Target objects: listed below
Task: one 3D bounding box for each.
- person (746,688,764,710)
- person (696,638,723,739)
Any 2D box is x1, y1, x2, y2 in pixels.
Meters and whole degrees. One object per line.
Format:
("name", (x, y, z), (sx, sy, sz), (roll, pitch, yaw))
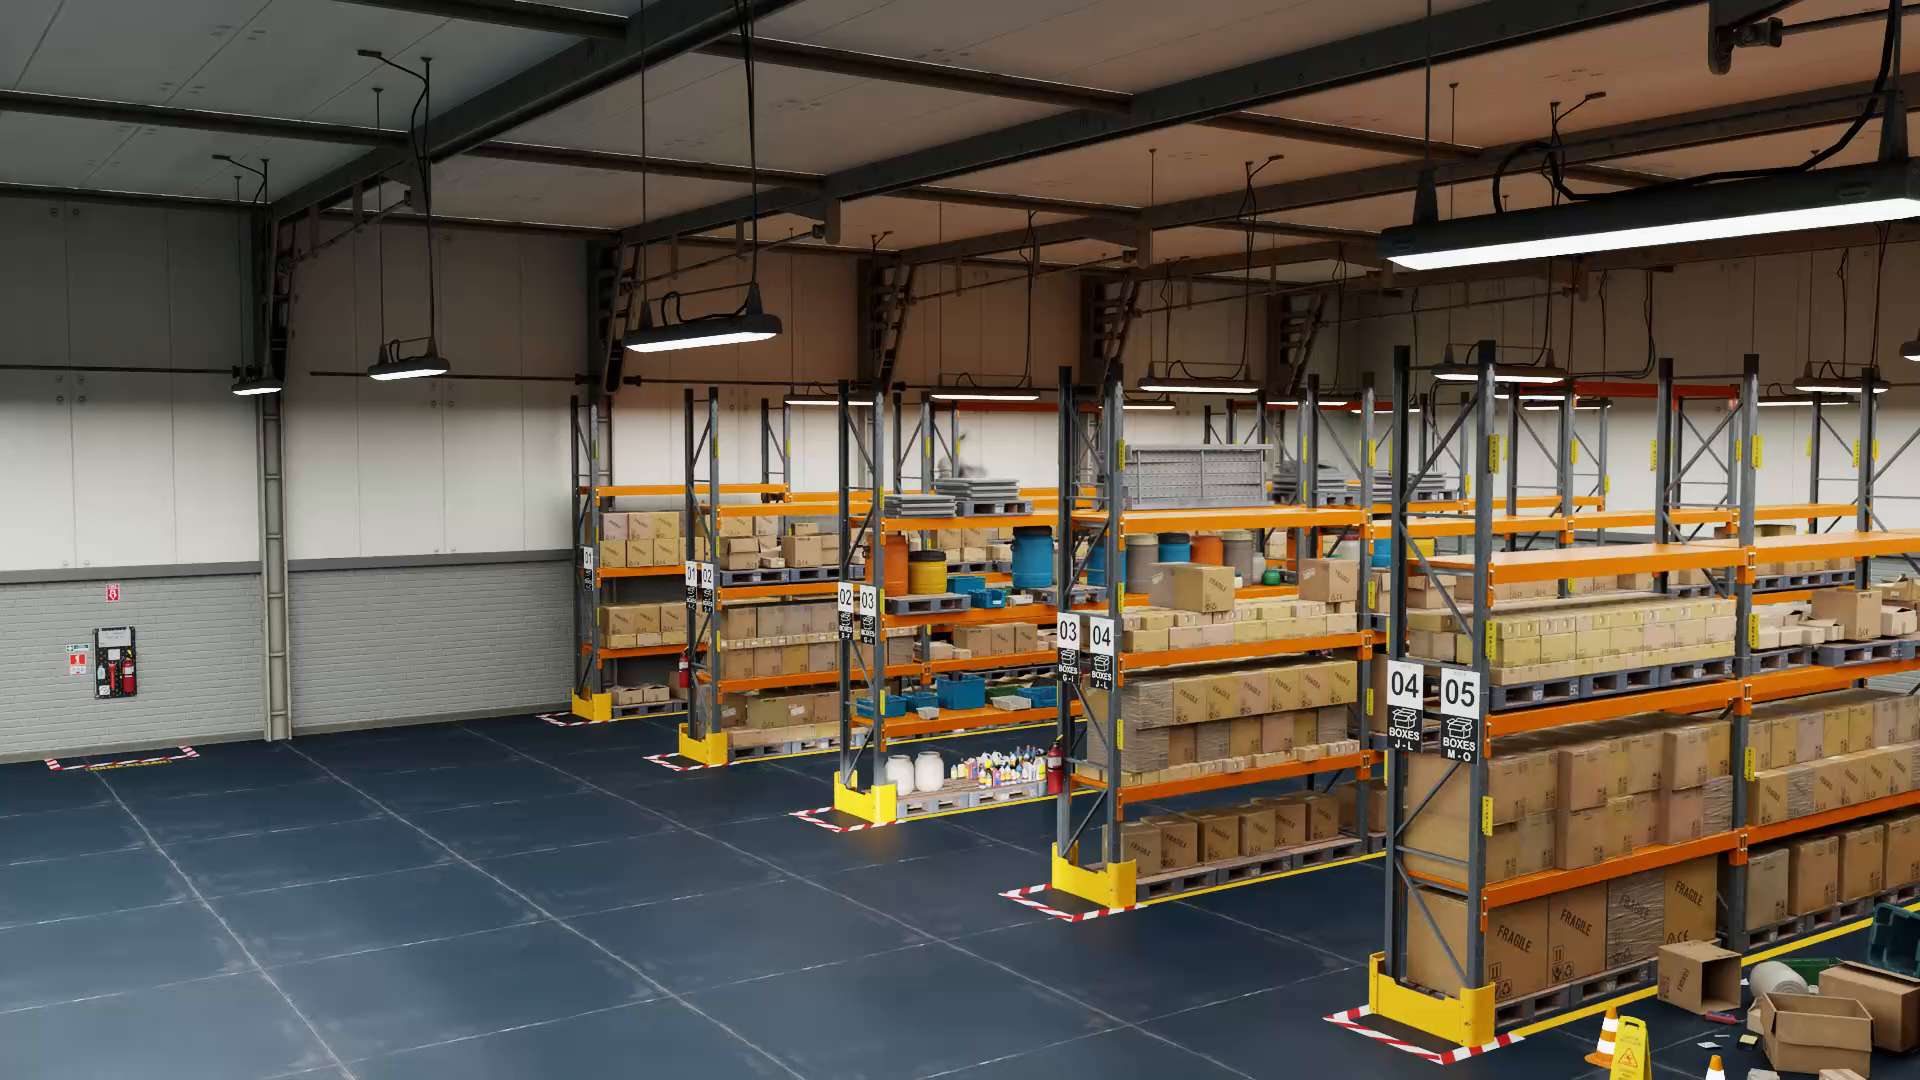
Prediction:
("person", (-3.517, 2.569, 29.144), (0.700, 1.646, 0.562), (-3, 4, -40))
("person", (-4.348, 2.547, 28.874), (0.537, 1.831, 0.752), (3, 5, 41))
